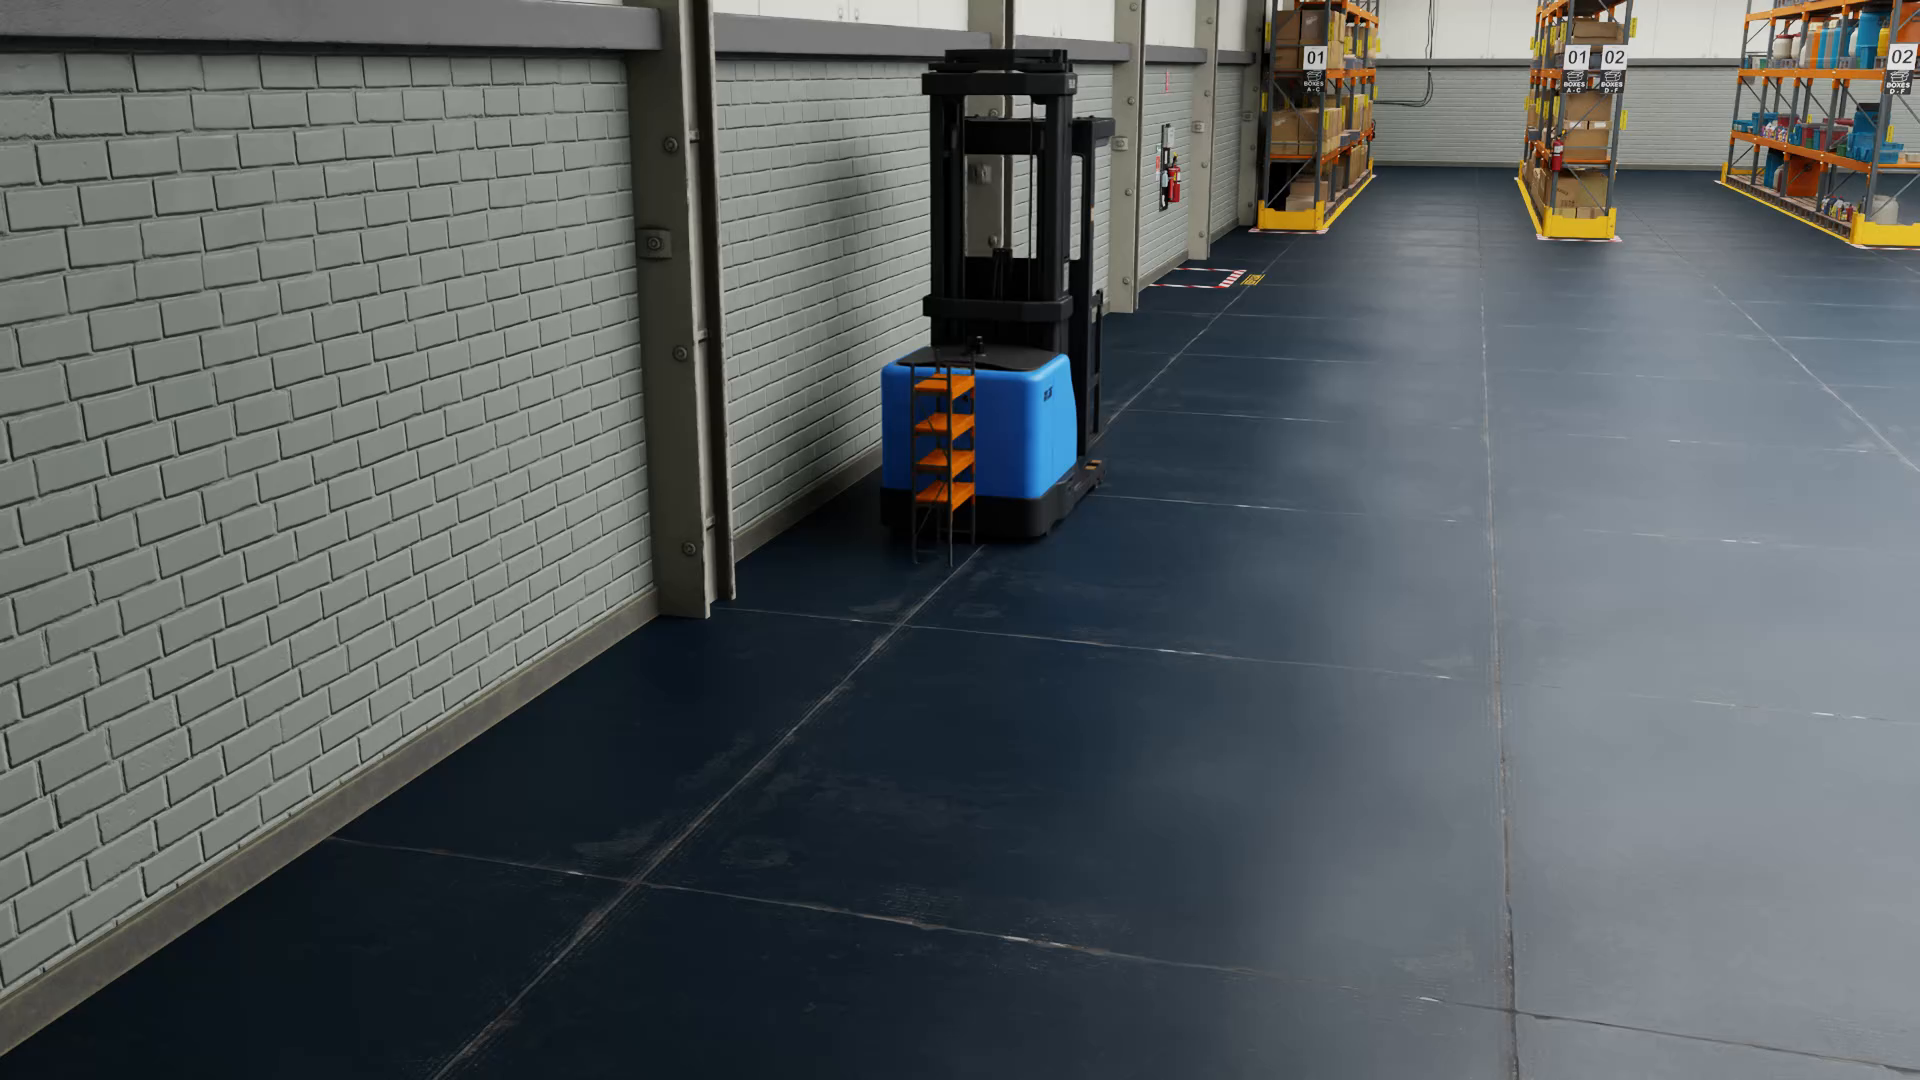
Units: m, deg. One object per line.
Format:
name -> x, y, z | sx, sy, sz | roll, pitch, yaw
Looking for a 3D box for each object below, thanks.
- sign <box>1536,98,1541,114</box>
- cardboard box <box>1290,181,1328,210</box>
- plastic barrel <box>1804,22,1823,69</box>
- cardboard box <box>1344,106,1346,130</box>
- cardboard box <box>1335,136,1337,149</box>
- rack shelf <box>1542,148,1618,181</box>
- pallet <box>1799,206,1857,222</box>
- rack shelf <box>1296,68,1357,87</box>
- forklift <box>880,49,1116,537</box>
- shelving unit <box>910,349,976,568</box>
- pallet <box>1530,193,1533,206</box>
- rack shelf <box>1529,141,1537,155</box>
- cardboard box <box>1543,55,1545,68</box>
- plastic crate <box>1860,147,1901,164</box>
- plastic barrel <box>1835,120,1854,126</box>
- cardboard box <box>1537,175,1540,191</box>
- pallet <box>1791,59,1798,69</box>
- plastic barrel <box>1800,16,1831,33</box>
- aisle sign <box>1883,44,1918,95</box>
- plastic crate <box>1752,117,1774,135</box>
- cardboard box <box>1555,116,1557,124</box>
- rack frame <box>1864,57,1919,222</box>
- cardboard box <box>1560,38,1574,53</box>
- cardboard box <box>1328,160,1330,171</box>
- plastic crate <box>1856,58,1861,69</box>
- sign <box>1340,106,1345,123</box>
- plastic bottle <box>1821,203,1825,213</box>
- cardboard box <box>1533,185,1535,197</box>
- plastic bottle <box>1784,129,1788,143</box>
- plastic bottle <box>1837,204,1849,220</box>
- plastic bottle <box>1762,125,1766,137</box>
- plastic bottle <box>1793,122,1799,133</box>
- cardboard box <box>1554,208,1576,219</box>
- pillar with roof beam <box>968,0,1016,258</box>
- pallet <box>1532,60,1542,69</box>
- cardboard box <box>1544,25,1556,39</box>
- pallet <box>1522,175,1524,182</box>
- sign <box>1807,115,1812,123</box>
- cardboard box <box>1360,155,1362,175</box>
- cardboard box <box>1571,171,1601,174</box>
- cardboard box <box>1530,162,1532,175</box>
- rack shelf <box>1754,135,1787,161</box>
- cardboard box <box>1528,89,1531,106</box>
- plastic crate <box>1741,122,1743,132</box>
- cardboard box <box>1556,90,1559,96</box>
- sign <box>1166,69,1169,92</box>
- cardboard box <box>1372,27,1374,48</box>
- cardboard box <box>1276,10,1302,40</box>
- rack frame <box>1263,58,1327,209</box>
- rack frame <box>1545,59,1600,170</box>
sign -> 12.508, -9.385, 35.944 | 0.100, 0.325, 0.005 | 5, 16, 16
cardboard box -> 6.708, -6.637, 32.007 | 0.700, 0.500, 0.500 | 4, 16, 12
plastic barrel -> 17.338, -9.928, 33.418 | 0.600, 0.901, 0.600 | 0, 16, 0
cardboard box -> 8.157, -9.346, 36.792 | 0.700, 0.500, 0.500 | 3, 16, 9
cardboard box -> 7.022, -7.691, 32.185 | 0.500, 0.250, 0.500 | 5, 16, 16
rack shelf -> 11.326, -6.911, 30.515 | 1.077, 0.370, 4.000 | 5, 16, 16
pallet -> 16.828, -6.262, 32.019 | 1.003, 0.211, 1.213 | 5, 16, 16
rack shelf -> 7.712, -9.783, 35.146 | 1.077, 0.370, 4.000 | 5, 16, 16
forklift -> 0.410, -1.787, 11.257 | 1.130, 2.935, 3.031 | 5, 16, 16
shelving unit -> -0.097, -0.488, 9.851 | 0.258, 1.200, 0.503 | 5, 16, 16
pallet -> 12.760, -7.273, 35.583 | 1.003, 0.211, 1.213 | 5, 16, 16
rack shelf -> 13.599, -9.004, 37.894 | 1.077, 0.370, 4.000 | 5, 16, 16
cardboard box -> 13.268, -10.568, 36.410 | 0.910, 0.500, 0.500 | 5, 16, 16
plastic crate -> 15.361, -6.431, 27.778 | 0.499, 0.251, 0.616 | 5, 16, 16
plastic barrel -> 17.456, -7.999, 32.784 | 0.433, 0.535, 0.433 | 0, 16, 0
cardboard box -> 11.876, -7.194, 33.437 | 0.500, 0.311, 0.500 | 5, 17, 17
pallet -> 18.090, -9.986, 34.889 | 1.003, 0.211, 1.213 | 5, 16, 16
plastic barrel -> 18.577, -10.916, 36.132 | 0.600, 0.901, 0.708 | 5, 16, 16
aisle sign -> 15.200, -7.603, 26.875 | 0.394, 0.787, 0.004 | 5, 16, 16
plastic crate -> 18.721, -9.658, 38.801 | 0.392, 0.384, 0.575 | 5, 16, 16
cardboard box -> 11.489, -7.952, 31.494 | 0.380, 0.149, 0.250 | 4, 16, 14
rack frame -> 15.506, -6.348, 27.214 | 1.000, 3.000, 0.127 | 5, 16, 16
cardboard box -> 10.832, -8.696, 29.241 | 0.500, 0.250, 0.500 | 5, 16, 16
cardboard box -> 7.603, -7.979, 35.363 | 0.500, 0.250, 0.500 | 4, 16, 14
plastic crate -> 15.933, -8.344, 29.143 | 0.336, 0.188, 0.450 | 5, 16, 16
sign -> 7.666, -8.540, 33.353 | 0.100, 0.325, 0.005 | 5, 16, 16
plastic bottle -> 16.103, -6.184, 30.958 | 0.097, 0.201, 0.097 | 0, 16, 0
cardboard box -> 12.317, -7.323, 34.921 | 0.500, 0.250, 0.500 | 4, 16, 14
plastic bottle -> 17.551, -8.585, 35.312 | 0.061, 0.283, 0.133 | 5, 16, 16
plastic bottle -> 15.705, -5.828, 29.565 | 0.152, 0.276, 0.135 | 5, 17, 16
plastic bottle -> 18.365, -9.334, 37.954 | 0.061, 0.283, 0.133 | 5, 16, 16
plastic bottle -> 18.830, -9.210, 37.392 | 0.144, 0.351, 0.185 | 5, 16, 16
cardboard box -> 10.627, -5.776, 29.465 | 0.500, 0.250, 0.500 | 5, 16, 16
pillar with roof beam -> 4.389, -5.210, 12.207 | 9.100, 9.000, 0.400 | 5, 16, 16
pallet -> 13.623, -10.789, 37.717 | 1.213, 0.211, 1.003 | 5, 16, 16
cardboard box -> 14.269, -11.975, 39.540 | 0.700, 0.500, 0.500 | 5, 16, 16
pallet -> 15.057, -9.349, 42.905 | 1.003, 0.211, 1.213 | 5, 16, 16
sign -> 19.443, -9.578, 38.093 | 0.100, 0.325, 0.005 | 5, 16, 16
cardboard box -> 9.874, -9.575, 42.400 | 0.700, 0.500, 0.500 | 4, 16, 15
cardboard box -> 11.680, -6.621, 31.070 | 0.500, 0.500, 0.500 | 5, 16, 16
cardboard box -> 13.507, -8.504, 38.588 | 0.500, 0.500, 0.500 | 5, 17, 17
rack shelf -> 18.347, -8.619, 36.536 | 1.077, 0.370, 4.000 | 5, 16, 16
cardboard box -> 14.926, -11.353, 42.843 | 0.500, 0.500, 0.500 | 5, 17, 18
plastic crate -> 19.293, -10.099, 40.635 | 0.416, 0.233, 0.300 | 5, 16, 16
cardboard box -> 14.718, -10.639, 40.324 | 0.500, 0.500, 0.500 | 4, 16, 14
sign -> 2.835, -6.274, 22.705 | 0.001, 0.298, 0.199 | 5, 16, 16
cardboard box -> 10.164, -12.667, 41.943 | 0.500, 0.500, 0.500 | 5, 17, 16
cardboard box -> 5.879, -9.232, 29.830 | 0.500, 0.500, 0.500 | 5, 17, 18
rack frame -> 6.007, -7.117, 29.923 | 1.000, 3.000, 0.127 | 5, 16, 16
rack frame -> 11.894, -7.780, 32.262 | 1.000, 3.000, 0.127 | 5, 16, 16
